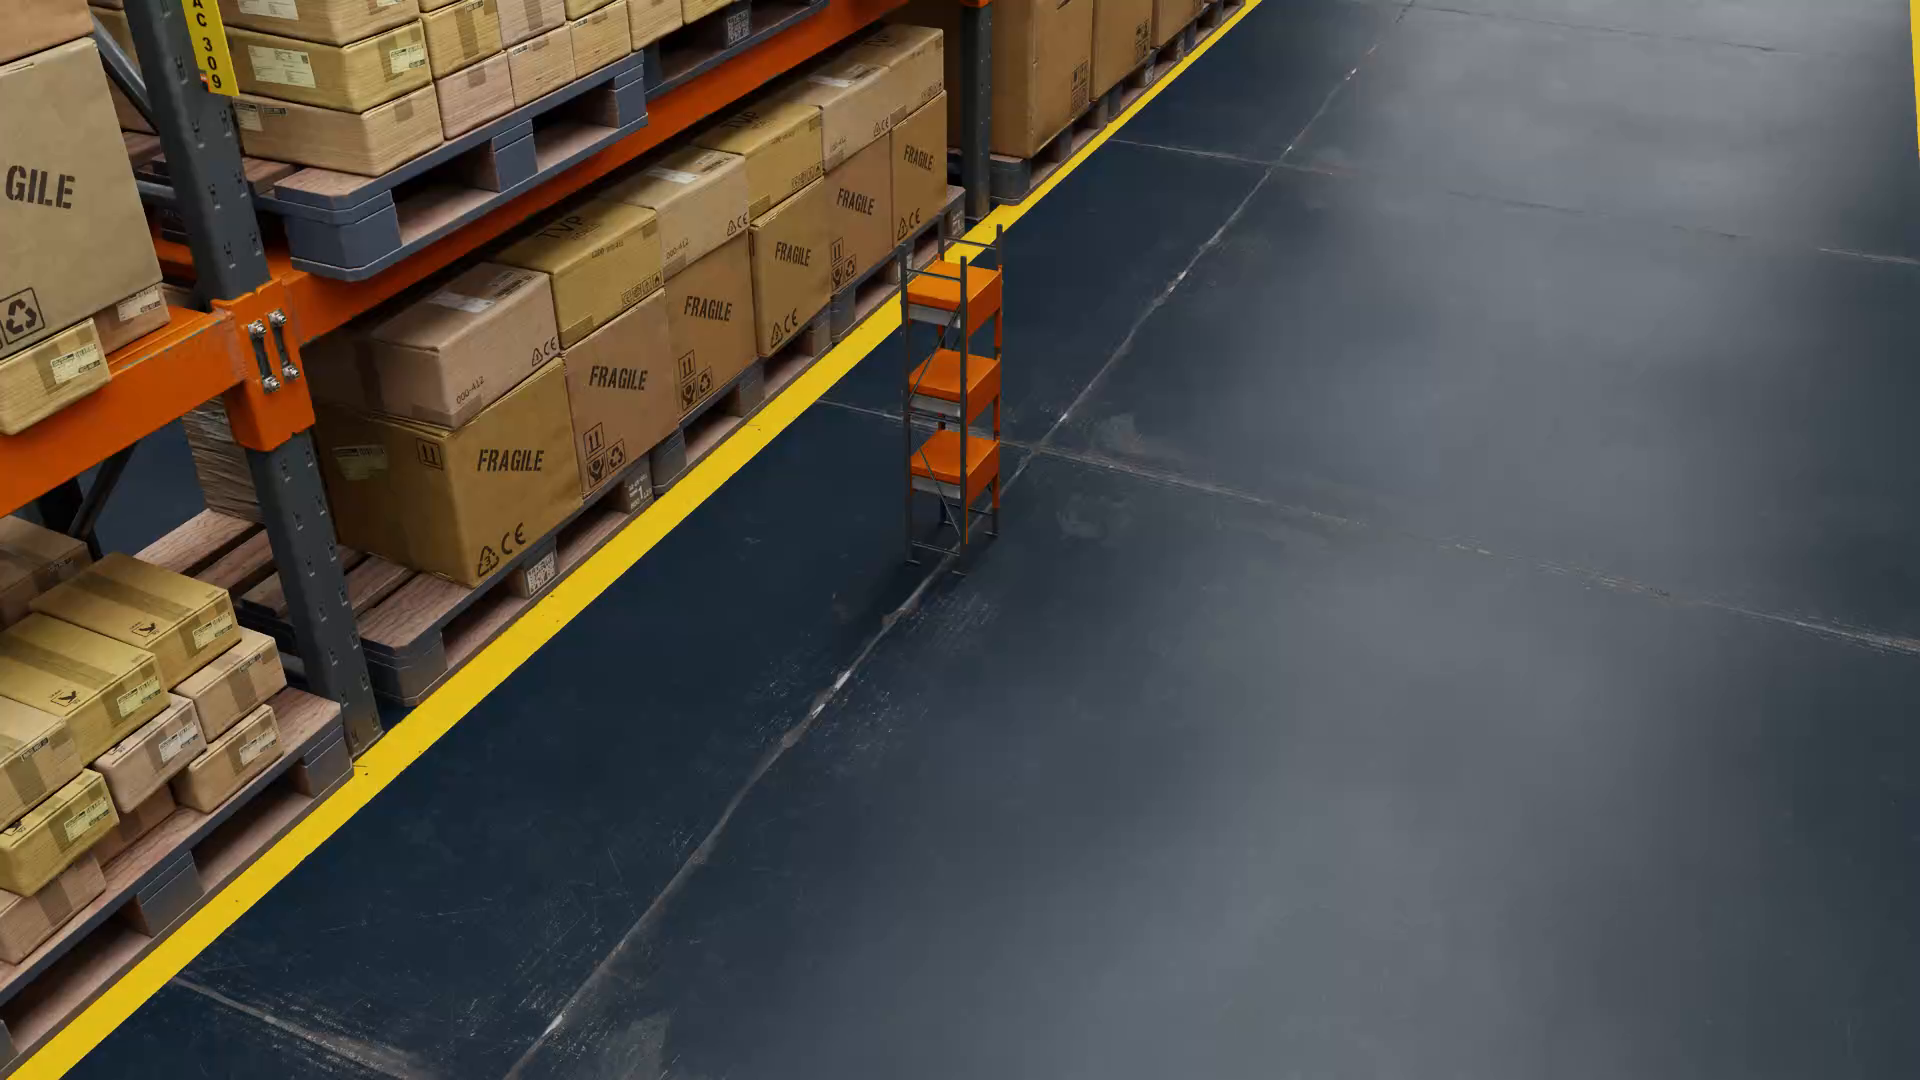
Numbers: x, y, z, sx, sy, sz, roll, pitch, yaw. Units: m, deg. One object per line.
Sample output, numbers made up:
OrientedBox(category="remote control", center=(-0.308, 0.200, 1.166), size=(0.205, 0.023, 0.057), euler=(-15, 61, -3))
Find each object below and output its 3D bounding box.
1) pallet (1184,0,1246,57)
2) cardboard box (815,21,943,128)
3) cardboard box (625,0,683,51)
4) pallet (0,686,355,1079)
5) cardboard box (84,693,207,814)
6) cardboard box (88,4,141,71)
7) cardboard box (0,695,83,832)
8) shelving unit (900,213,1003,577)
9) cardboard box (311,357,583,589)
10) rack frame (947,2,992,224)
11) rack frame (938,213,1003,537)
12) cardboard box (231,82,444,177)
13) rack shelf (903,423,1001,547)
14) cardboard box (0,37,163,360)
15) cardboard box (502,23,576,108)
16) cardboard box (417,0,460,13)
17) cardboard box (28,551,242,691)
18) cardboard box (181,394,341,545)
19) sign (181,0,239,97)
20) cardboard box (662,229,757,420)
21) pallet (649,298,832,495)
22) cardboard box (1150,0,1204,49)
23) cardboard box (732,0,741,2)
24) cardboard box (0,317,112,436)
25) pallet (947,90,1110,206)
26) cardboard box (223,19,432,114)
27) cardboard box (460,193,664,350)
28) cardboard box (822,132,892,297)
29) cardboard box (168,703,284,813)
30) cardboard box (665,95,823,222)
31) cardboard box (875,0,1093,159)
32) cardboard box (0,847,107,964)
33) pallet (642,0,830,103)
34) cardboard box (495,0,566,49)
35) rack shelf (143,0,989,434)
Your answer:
OrientedBox(category="pallet", center=(1.074, -3.231, 9.984), size=(1.003, 0.211, 1.213), euler=(14, 36, 20))
OrientedBox(category="cardboard box", center=(-0.393, -1.849, 6.547), size=(0.500, 0.250, 0.500), euler=(13, 36, 19))
OrientedBox(category="cardboard box", center=(-1.005, -1.490, 4.633), size=(0.380, 0.149, 0.250), euler=(13, 35, 18))
OrientedBox(category="pallet", center=(-2.267, 0.695, 3.998), size=(1.003, 0.211, 1.213), euler=(14, 36, 20))
OrientedBox(category="cardboard box", center=(-1.963, 0.446, 3.780), size=(0.380, 0.149, 0.250), euler=(12, 35, 18))
OrientedBox(category="cardboard box", center=(-2.031, -1.252, 3.999), size=(0.380, 0.149, 0.250), euler=(15, 36, 22))
OrientedBox(category="cardboard box", center=(-2.099, 0.453, 3.498), size=(0.380, 0.149, 0.250), euler=(14, 36, 20))
OrientedBox(category="shelving unit", center=(-0.022, -0.412, 4.921), size=(0.215, 1.050, 0.252), euler=(14, 36, 20))
OrientedBox(category="cardboard box", center=(-1.468, -0.251, 4.795), size=(0.500, 0.500, 0.500), euler=(16, 36, 22))
OrientedBox(category="rack frame", center=(-0.345, -2.806, 6.794), size=(1.000, 3.000, 0.127), euler=(14, 36, 20))
OrientedBox(category="rack frame", center=(0.029, -0.473, 5.014), size=(0.200, 1.050, 0.008), euler=(14, 36, 20))
OrientedBox(category="cardboard box", center=(-1.436, -0.975, 3.848), size=(0.380, 0.149, 0.250), euler=(12, 35, 18))
OrientedBox(category="rack shelf", center=(-0.022, -0.171, 5.080), size=(0.215, 0.259, 0.240), euler=(14, 36, 20))
OrientedBox(category="cardboard box", center=(-1.964, -0.674, 3.181), size=(0.500, 0.500, 0.500), euler=(14, 36, 21))
OrientedBox(category="cardboard box", center=(-1.217, -1.238, 4.249), size=(0.380, 0.149, 0.250), euler=(14, 36, 21))
OrientedBox(category="cardboard box", center=(-1.325, -1.364, 3.899), size=(0.380, 0.149, 0.250), euler=(15, 36, 22))
OrientedBox(category="cardboard box", center=(-1.931, 0.191, 3.898), size=(0.380, 0.149, 0.250), euler=(15, 36, 22))
OrientedBox(category="cardboard box", center=(-1.937, -0.371, 4.976), size=(0.500, 0.500, 0.500), euler=(13, 36, 20))
OrientedBox(category="sign", center=(-1.522, -1.055, 3.334), size=(0.100, 0.325, 0.005), euler=(14, 36, 20))
OrientedBox(category="cardboard box", center=(-1.041, -0.779, 5.600), size=(0.500, 0.500, 0.500), euler=(15, 36, 21))
OrientedBox(category="pallet", center=(-1.185, -0.646, 6.042), size=(1.003, 0.211, 1.213), euler=(14, 36, 20))
OrientedBox(category="cardboard box", center=(0.744, -3.224, 9.100), size=(1.050, 0.750, 0.750), euler=(14, 36, 20))
OrientedBox(category="cardboard box", center=(-0.786, -1.751, 5.032), size=(0.380, 0.149, 0.250), euler=(13, 35, 18))
OrientedBox(category="cardboard box", center=(-1.934, -0.360, 3.292), size=(0.380, 0.149, 0.250), euler=(13, 36, 19))
OrientedBox(category="pallet", center=(0.054, -2.015, 8.131), size=(1.003, 0.211, 1.213), euler=(14, 36, 20))
OrientedBox(category="cardboard box", center=(-1.436, -1.100, 3.766), size=(0.380, 0.149, 0.250), euler=(15, 36, 21))
OrientedBox(category="cardboard box", center=(-1.249, -0.831, 4.995), size=(0.500, 0.250, 0.500), euler=(15, 36, 22))
OrientedBox(category="cardboard box", center=(-0.603, -1.291, 6.380), size=(0.500, 0.500, 0.500), euler=(16, 36, 22))
OrientedBox(category="cardboard box", center=(-1.873, 0.476, 4.005), size=(0.380, 0.149, 0.250), euler=(15, 36, 21))
OrientedBox(category="cardboard box", center=(-0.821, -1.346, 5.780), size=(0.500, 0.250, 0.500), euler=(15, 36, 22))
OrientedBox(category="cardboard box", center=(-0.008, -2.324, 7.727), size=(1.050, 0.750, 0.750), euler=(14, 36, 20))
OrientedBox(category="cardboard box", center=(-2.109, 0.733, 3.614), size=(0.380, 0.149, 0.250), euler=(13, 35, 19))
OrientedBox(category="pallet", center=(-1.136, -1.731, 5.329), size=(1.003, 0.211, 1.213), euler=(14, 36, 20))
OrientedBox(category="cardboard box", center=(-1.221, -1.358, 4.160), size=(0.380, 0.149, 0.250), euler=(15, 36, 22))
OrientedBox(category="rack shelf", center=(-1.182, -1.509, 5.472), size=(1.077, 0.370, 4.000), euler=(14, 36, 20))
